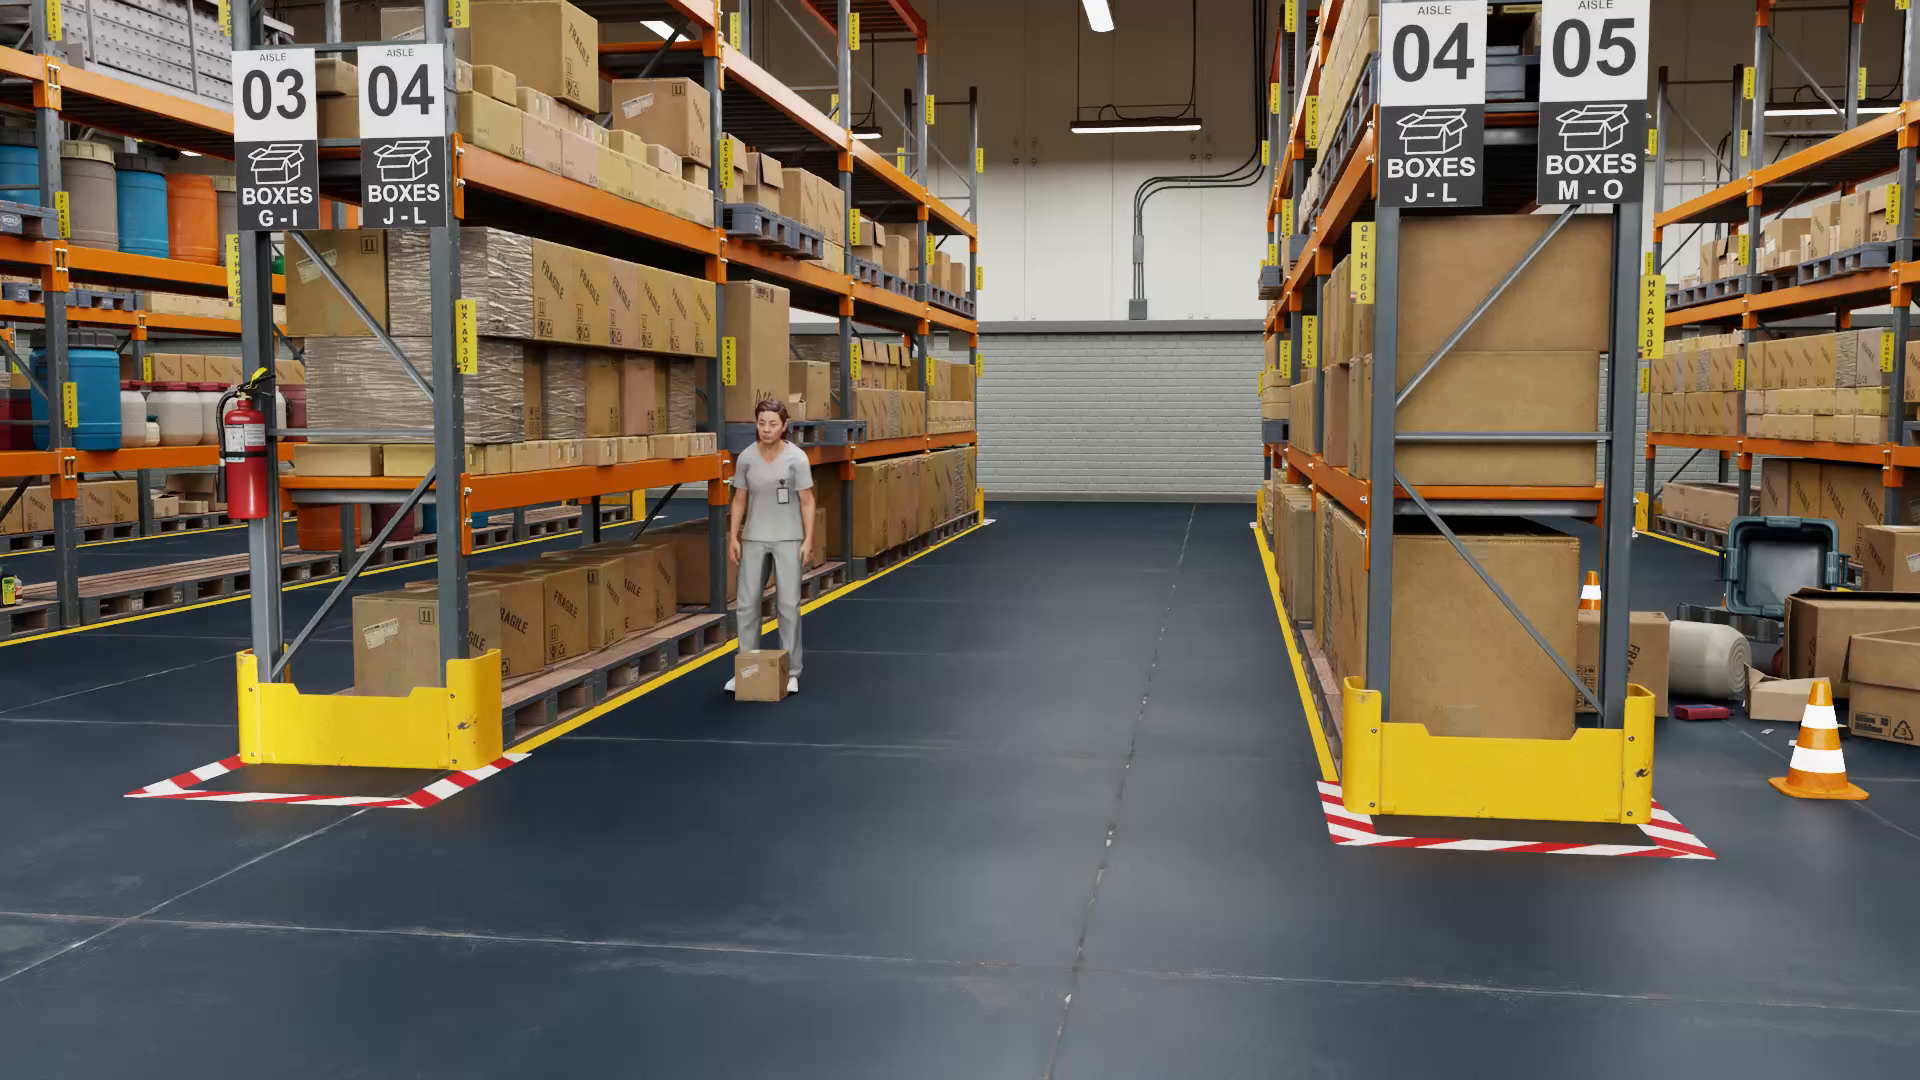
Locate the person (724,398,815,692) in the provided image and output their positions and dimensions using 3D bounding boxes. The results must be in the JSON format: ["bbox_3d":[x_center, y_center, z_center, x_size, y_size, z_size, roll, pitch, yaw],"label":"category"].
[{"bbox_3d":[-1.078,0.028,9.505,0.499,1.672,0.353,1,5,8],"label":"person"}]
